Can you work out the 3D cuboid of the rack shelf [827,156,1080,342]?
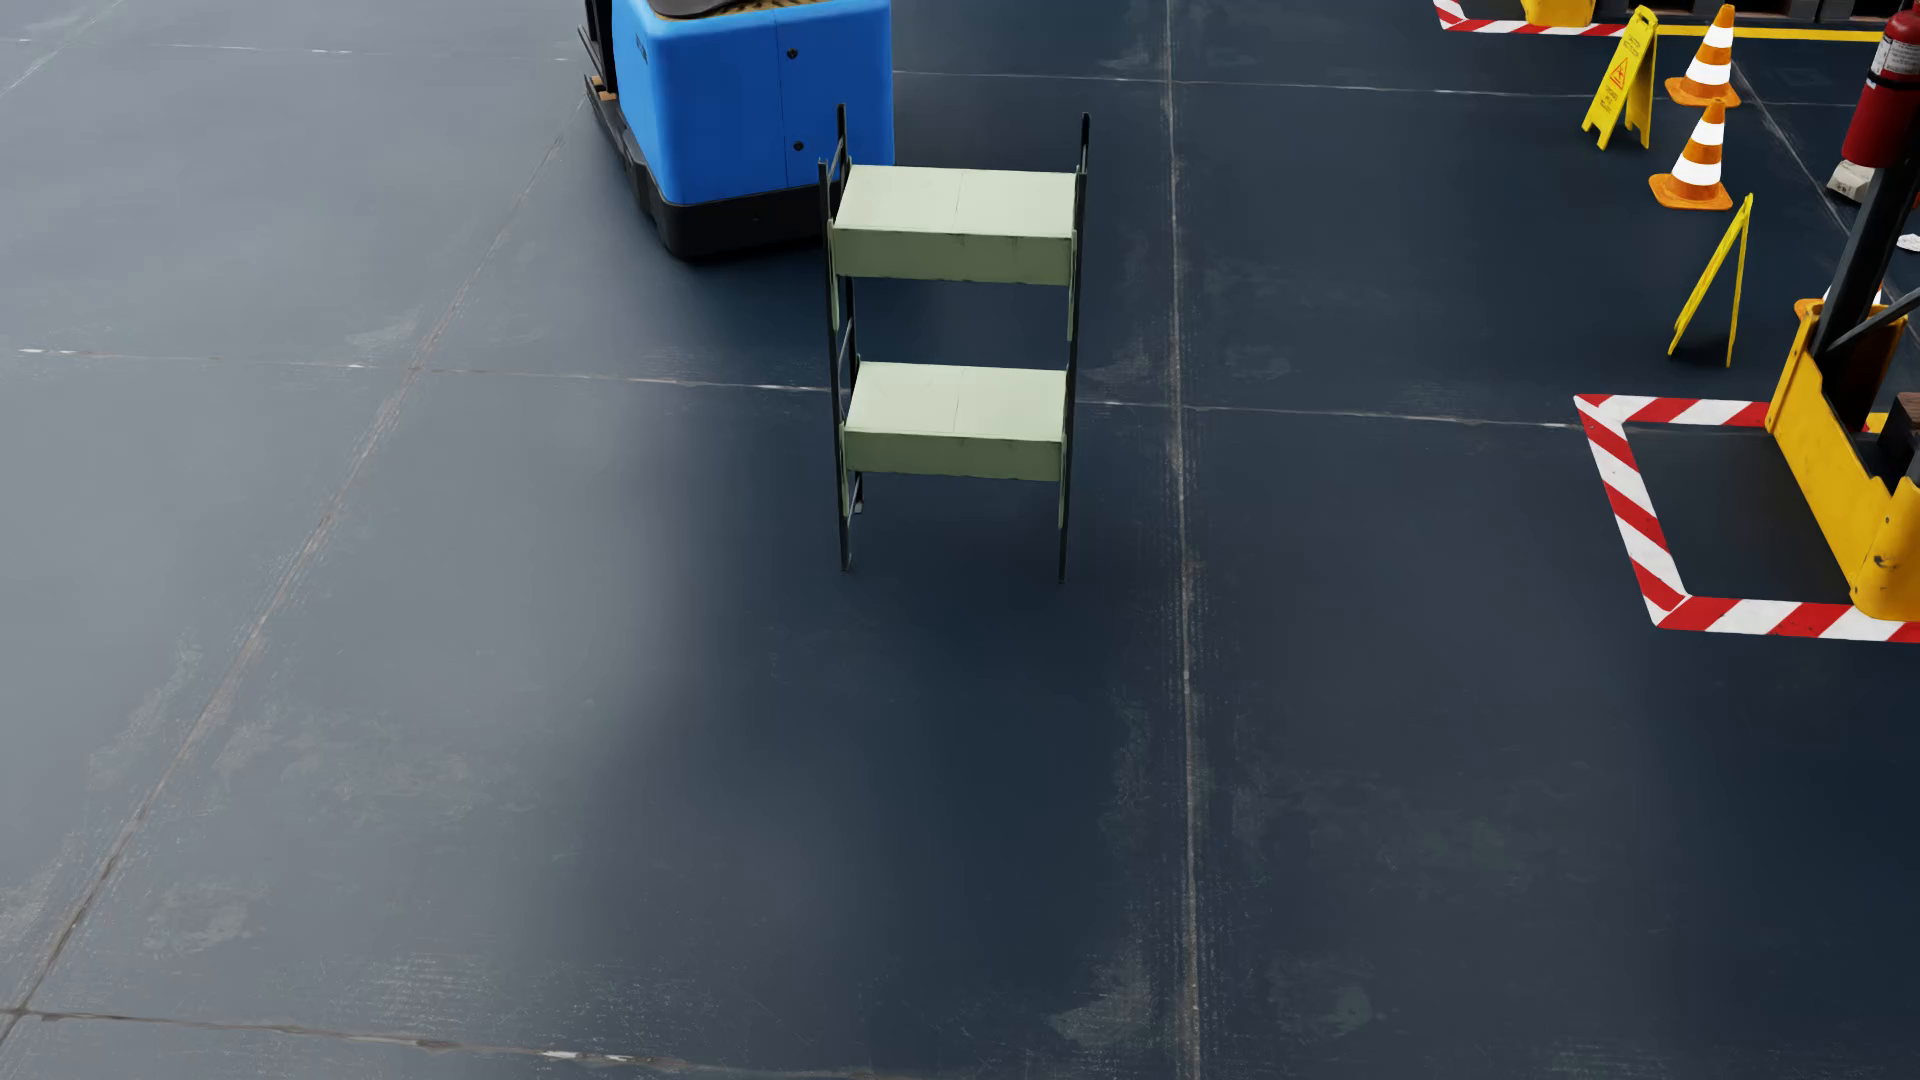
[{"bbox_3d":[-0.007,-0.885,5.031,0.720,0.370,0.431,3,39,4],"label":"rack shelf"}]

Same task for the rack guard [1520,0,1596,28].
[{"bbox_3d":[3.396,-3.419,9.554,0.348,0.500,1.175,3,39,4],"label":"rack guard"}]

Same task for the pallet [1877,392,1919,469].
[{"bbox_3d":[3.976,-0.116,5.725,1.213,0.211,1.003,3,39,4],"label":"pallet"}]

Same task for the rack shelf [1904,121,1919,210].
[{"bbox_3d":[5.086,-0.880,5.025,4.000,0.370,1.077,3,39,4],"label":"rack shelf"}]

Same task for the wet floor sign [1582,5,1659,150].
[{"bbox_3d":[3.220,-2.230,7.978,0.232,0.644,0.267,-3,39,-4],"label":"wet floor sign"}]

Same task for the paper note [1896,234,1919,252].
[{"bbox_3d":[4.207,-1.317,7.344,0.142,0.019,0.148,-10,40,-12],"label":"paper note"}]

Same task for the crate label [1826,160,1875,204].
[{"bbox_3d":[4.179,-1.658,7.679,0.298,0.136,0.250,-16,42,-19],"label":"crate label"}]

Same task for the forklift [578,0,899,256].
[{"bbox_3d":[-1.254,-3.288,7.467,1.130,2.935,3.031,-13,41,-16],"label":"forklift"}]

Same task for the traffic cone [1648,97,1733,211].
[{"bbox_3d":[3.390,-1.789,7.581,0.334,0.463,0.336,3,39,4],"label":"traffic cone"}]

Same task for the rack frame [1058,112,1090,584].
[{"bbox_3d":[0.358,-0.562,5.252,0.023,1.500,0.400,3,39,4],"label":"rack frame"}]

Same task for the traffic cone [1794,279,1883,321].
[{"bbox_3d":[3.633,-1.072,6.701,0.334,0.463,0.336,3,39,4],"label":"traffic cone"}]

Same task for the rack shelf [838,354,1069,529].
[{"bbox_3d":[-0.007,-0.329,5.483,0.720,0.370,0.431,3,39,4],"label":"rack shelf"}]

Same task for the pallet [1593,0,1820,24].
[{"bbox_3d":[4.223,-3.311,9.650,1.213,0.211,1.003,3,39,4],"label":"pallet"}]

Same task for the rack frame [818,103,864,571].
[{"bbox_3d":[-0.371,-0.602,5.301,0.023,1.500,0.400,3,39,4],"label":"rack frame"}]

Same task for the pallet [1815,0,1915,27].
[{"bbox_3d":[5.436,-3.243,9.567,1.213,0.211,1.003,3,39,4],"label":"pallet"}]

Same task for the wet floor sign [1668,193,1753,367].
[{"bbox_3d":[2.997,-1.038,6.514,0.232,0.644,0.267,16,42,19],"label":"wet floor sign"}]

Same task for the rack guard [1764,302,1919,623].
[{"bbox_3d":[3.169,-0.294,5.716,0.348,0.500,1.175,3,39,4],"label":"rack guard"}]

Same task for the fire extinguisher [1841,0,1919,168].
[{"bbox_3d":[3.019,-1.534,5.320,0.183,0.674,0.296,3,39,4],"label":"fire extinguisher"}]

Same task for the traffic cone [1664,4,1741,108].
[{"bbox_3d":[3.827,-2.481,8.431,0.334,0.463,0.336,3,39,4],"label":"traffic cone"}]

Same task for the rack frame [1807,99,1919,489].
[{"bbox_3d":[3.094,-1.268,4.932,0.127,3.000,1.000,3,39,4],"label":"rack frame"}]

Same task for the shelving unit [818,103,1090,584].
[{"bbox_3d":[-0.007,-0.582,5.277,0.755,1.500,0.431,3,39,4],"label":"shelving unit"}]
